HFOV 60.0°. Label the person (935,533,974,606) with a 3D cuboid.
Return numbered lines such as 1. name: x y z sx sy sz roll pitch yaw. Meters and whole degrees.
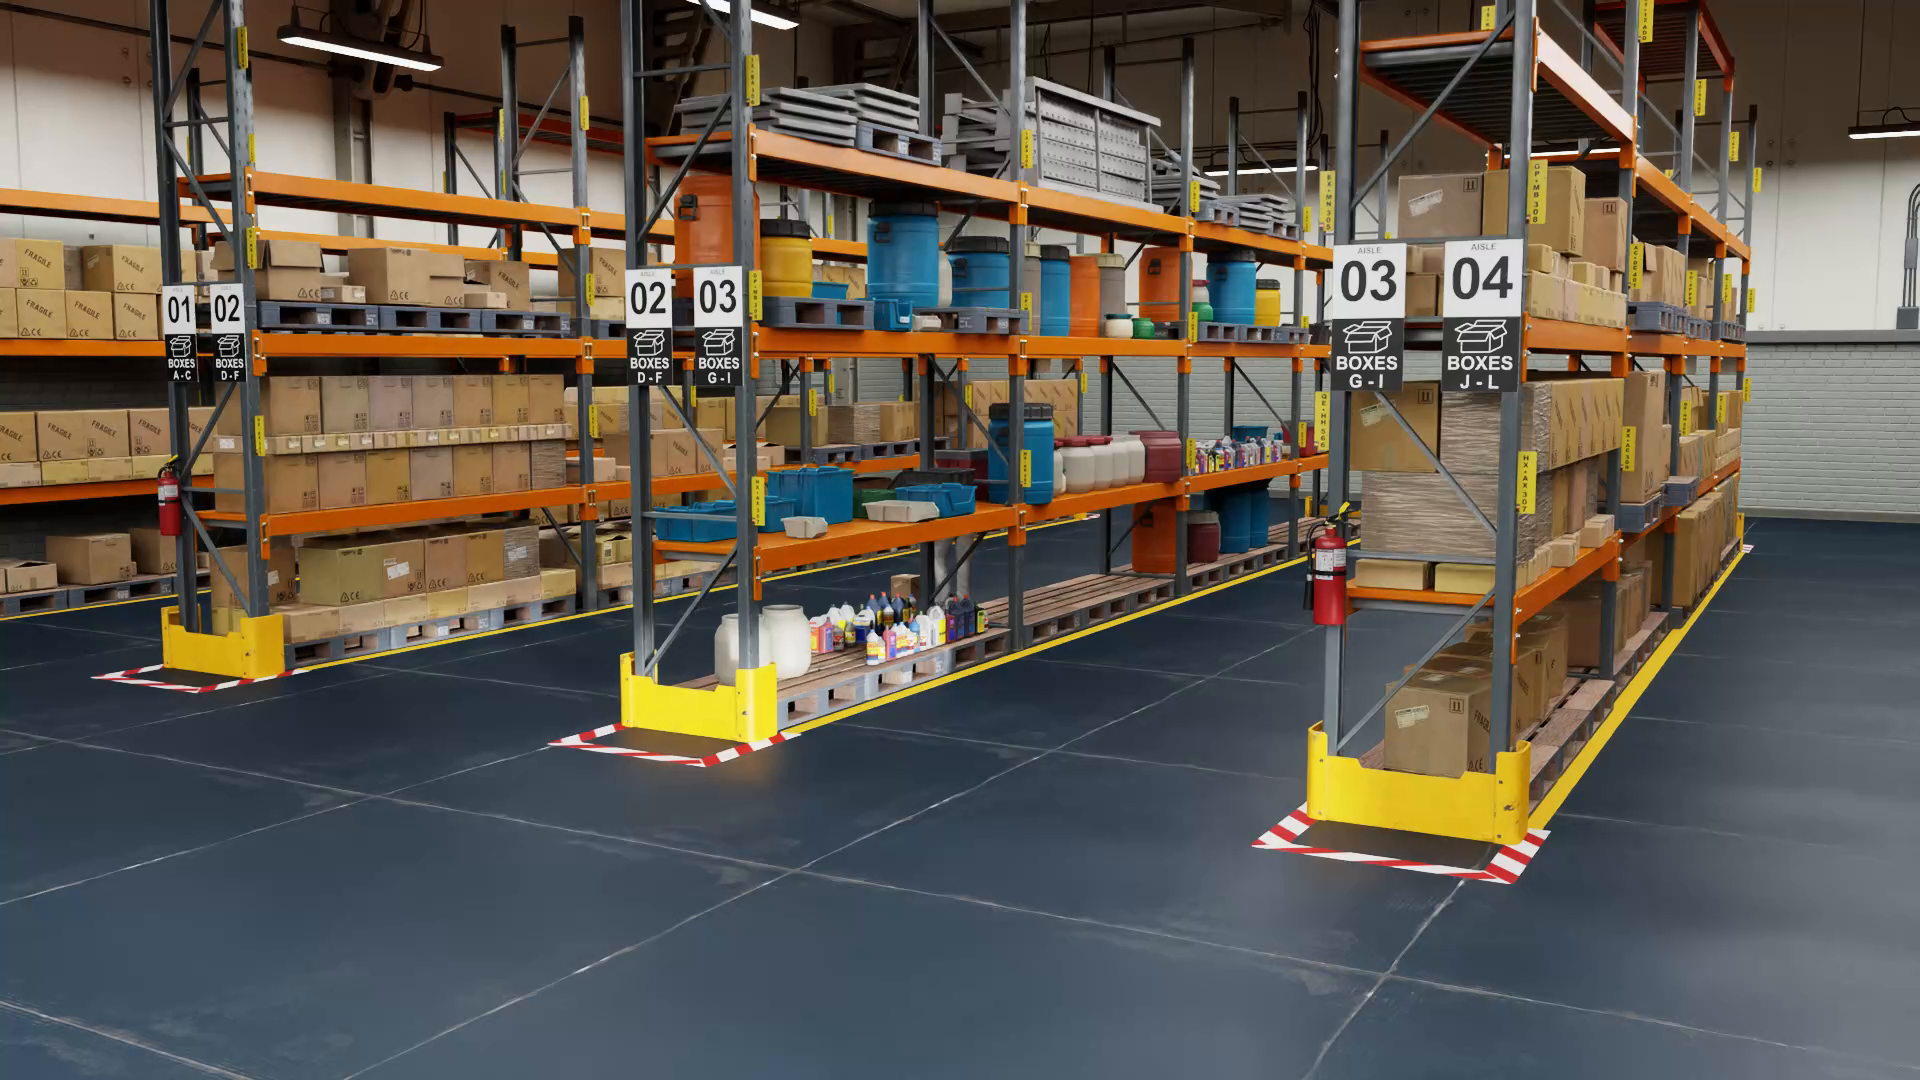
1. person: -0.065 -0.085 17.434 0.487 1.710 0.635 -1 6 -11
